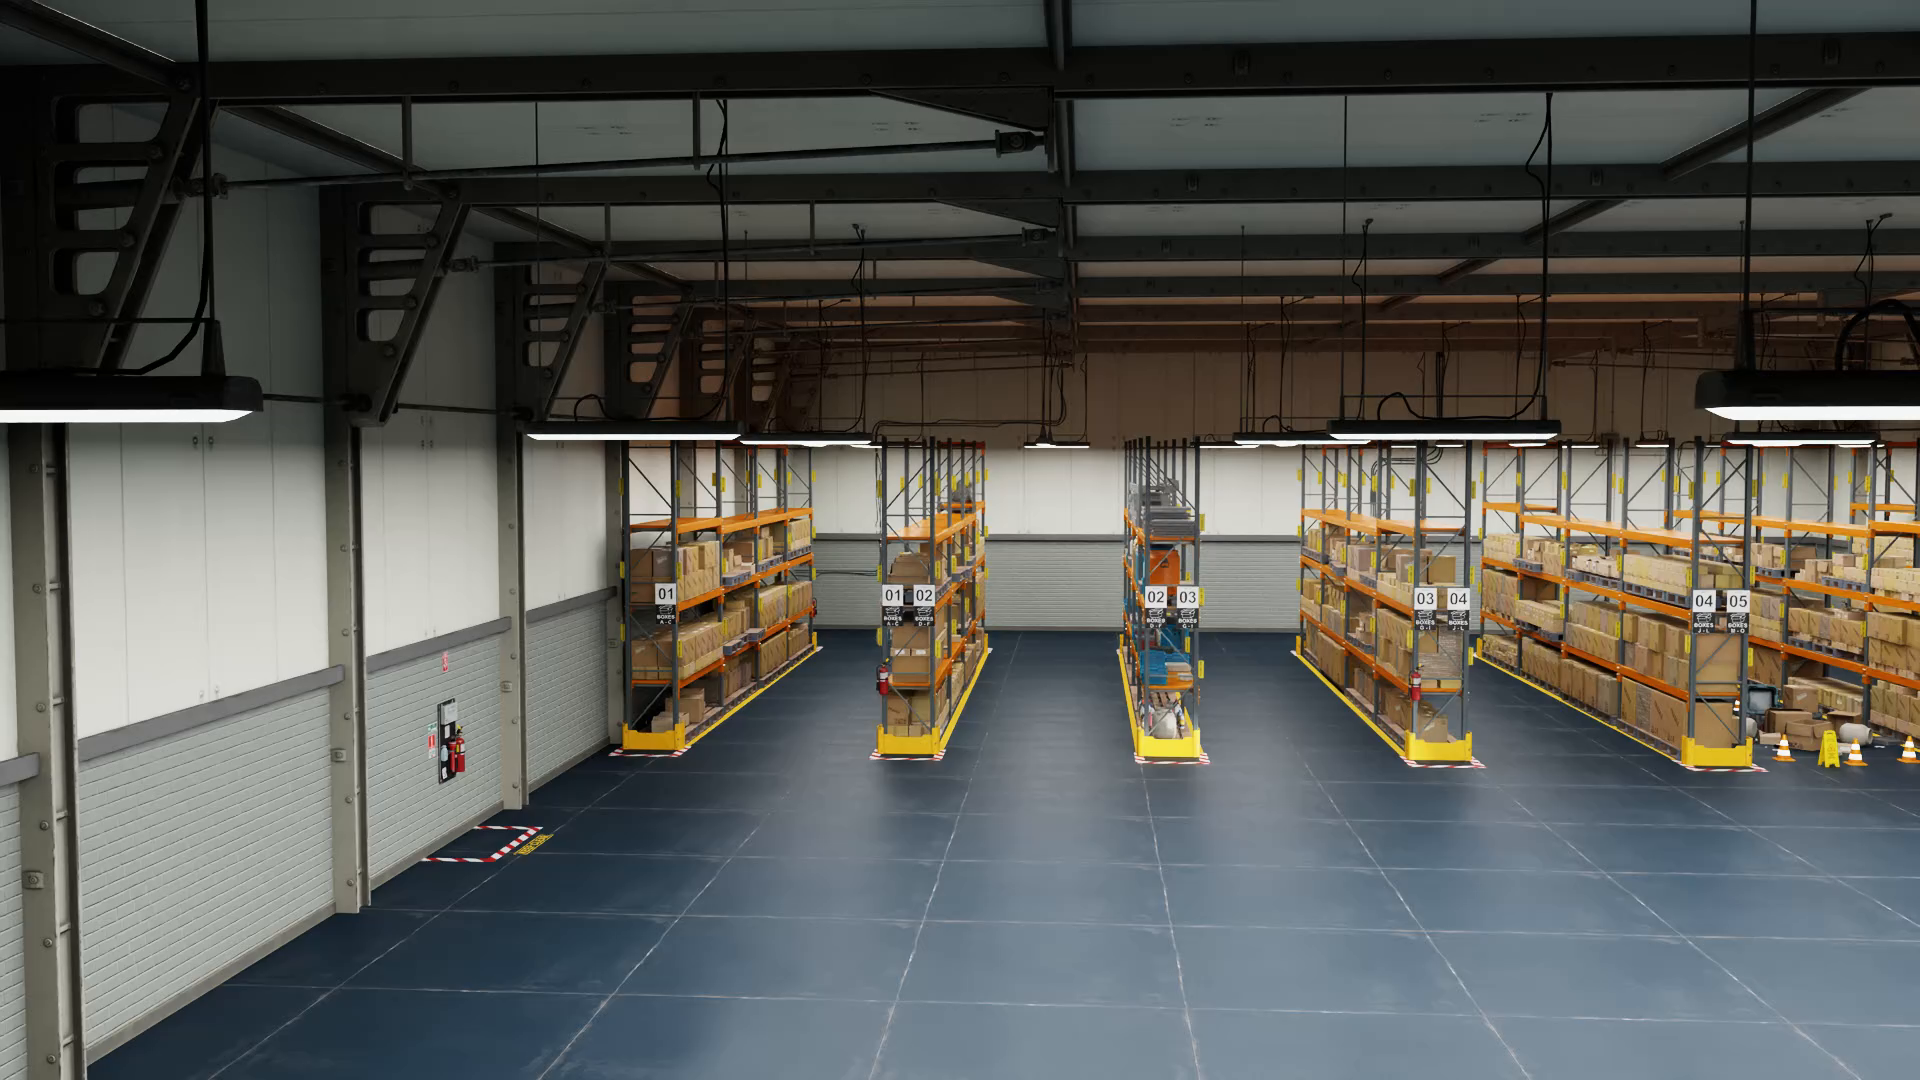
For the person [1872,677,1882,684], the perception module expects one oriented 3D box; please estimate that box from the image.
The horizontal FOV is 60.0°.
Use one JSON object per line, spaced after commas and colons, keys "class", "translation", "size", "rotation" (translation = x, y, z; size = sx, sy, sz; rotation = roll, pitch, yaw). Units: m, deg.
{"class": "person", "translation": [21.037, 2.913, 38.046], "size": [0.544, 1.524, 0.784], "rotation": [-1, 3, -11]}
